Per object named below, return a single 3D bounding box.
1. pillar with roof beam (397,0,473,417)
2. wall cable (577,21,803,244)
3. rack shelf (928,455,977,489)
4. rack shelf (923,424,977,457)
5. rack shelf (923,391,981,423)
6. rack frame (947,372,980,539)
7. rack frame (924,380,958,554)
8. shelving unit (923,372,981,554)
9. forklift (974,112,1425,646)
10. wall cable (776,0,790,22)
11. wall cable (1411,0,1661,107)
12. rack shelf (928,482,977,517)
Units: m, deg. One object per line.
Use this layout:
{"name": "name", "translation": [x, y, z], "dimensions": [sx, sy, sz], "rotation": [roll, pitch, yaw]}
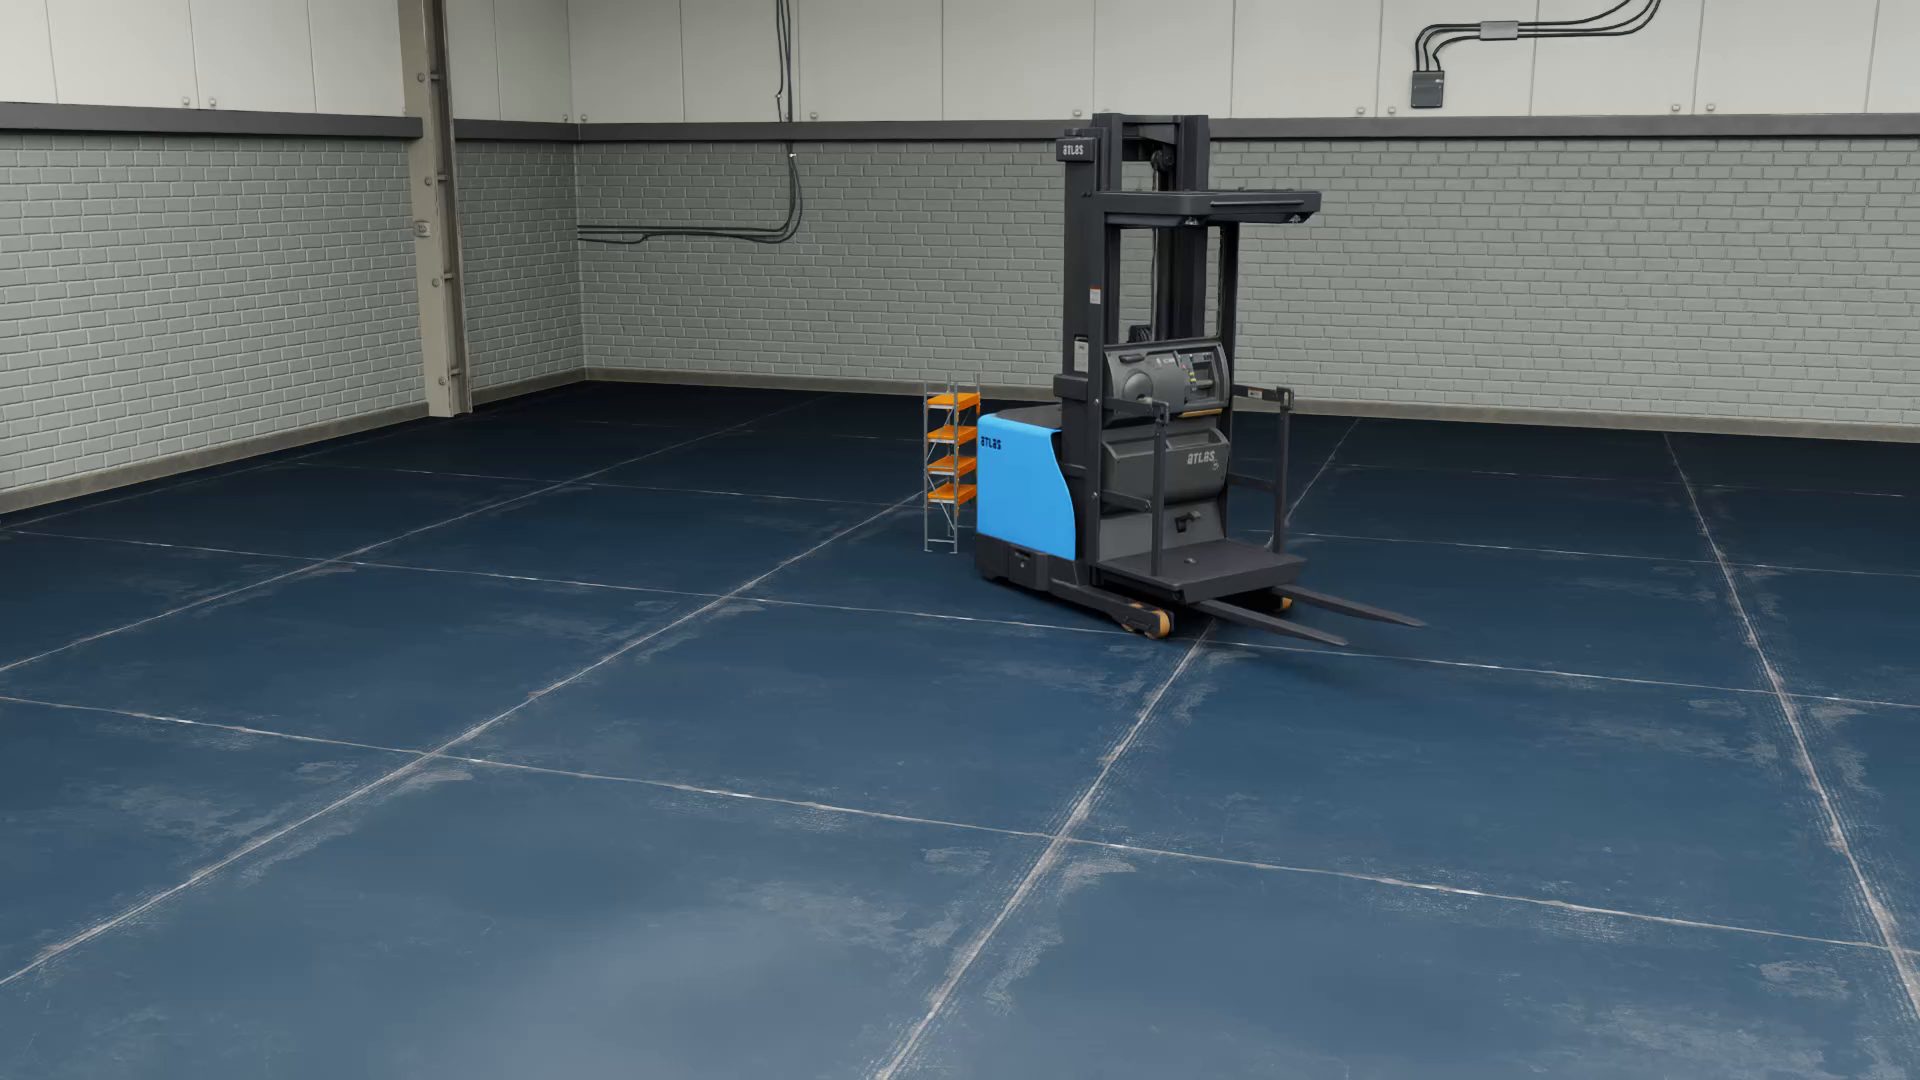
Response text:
{"name": "pillar with roof beam", "translation": [-1.435, -5.440, 15.598], "dimensions": [9.100, 9.000, 0.400], "rotation": [4, 14, 18]}
{"name": "wall cable", "translation": [-3.304, -4.761, 19.602], "dimensions": [3.097, 2.526, 0.112], "rotation": [4, 14, 18]}
{"name": "rack shelf", "translation": [-0.054, -0.485, 11.717], "dimensions": [0.258, 0.148, 0.480], "rotation": [4, 14, 18]}
{"name": "rack shelf", "translation": [-0.054, -0.703, 11.667], "dimensions": [0.258, 0.148, 0.480], "rotation": [4, 14, 18]}
{"name": "rack shelf", "translation": [-0.054, -0.933, 11.614], "dimensions": [0.258, 0.148, 0.480], "rotation": [4, 14, 18]}
{"name": "rack frame", "translation": [0.025, -0.601, 11.927], "dimensions": [0.240, 1.200, 0.015], "rotation": [4, 14, 18]}
{"name": "rack frame", "translation": [-0.133, -0.499, 11.477], "dimensions": [0.240, 1.200, 0.015], "rotation": [4, 14, 18]}
{"name": "shelving unit", "translation": [-0.054, -0.550, 11.702], "dimensions": [0.258, 1.200, 0.503], "rotation": [4, 14, 18]}
{"name": "forklift", "translation": [1.363, -0.986, 9.720], "dimensions": [1.130, 2.935, 3.031], "rotation": [-9, 16, -35]}
{"name": "wall cable", "translation": [-0.744, -7.028, 18.186], "dimensions": [3.097, 2.526, 0.112], "rotation": [4, 14, 18]}
{"name": "wall cable", "translation": [5.674, -7.246, 15.868], "dimensions": [2.305, 6.003, 0.169], "rotation": [4, 14, 18]}
{"name": "rack shelf", "translation": [-0.054, -0.291, 11.761], "dimensions": [0.258, 0.148, 0.480], "rotation": [4, 14, 18]}
